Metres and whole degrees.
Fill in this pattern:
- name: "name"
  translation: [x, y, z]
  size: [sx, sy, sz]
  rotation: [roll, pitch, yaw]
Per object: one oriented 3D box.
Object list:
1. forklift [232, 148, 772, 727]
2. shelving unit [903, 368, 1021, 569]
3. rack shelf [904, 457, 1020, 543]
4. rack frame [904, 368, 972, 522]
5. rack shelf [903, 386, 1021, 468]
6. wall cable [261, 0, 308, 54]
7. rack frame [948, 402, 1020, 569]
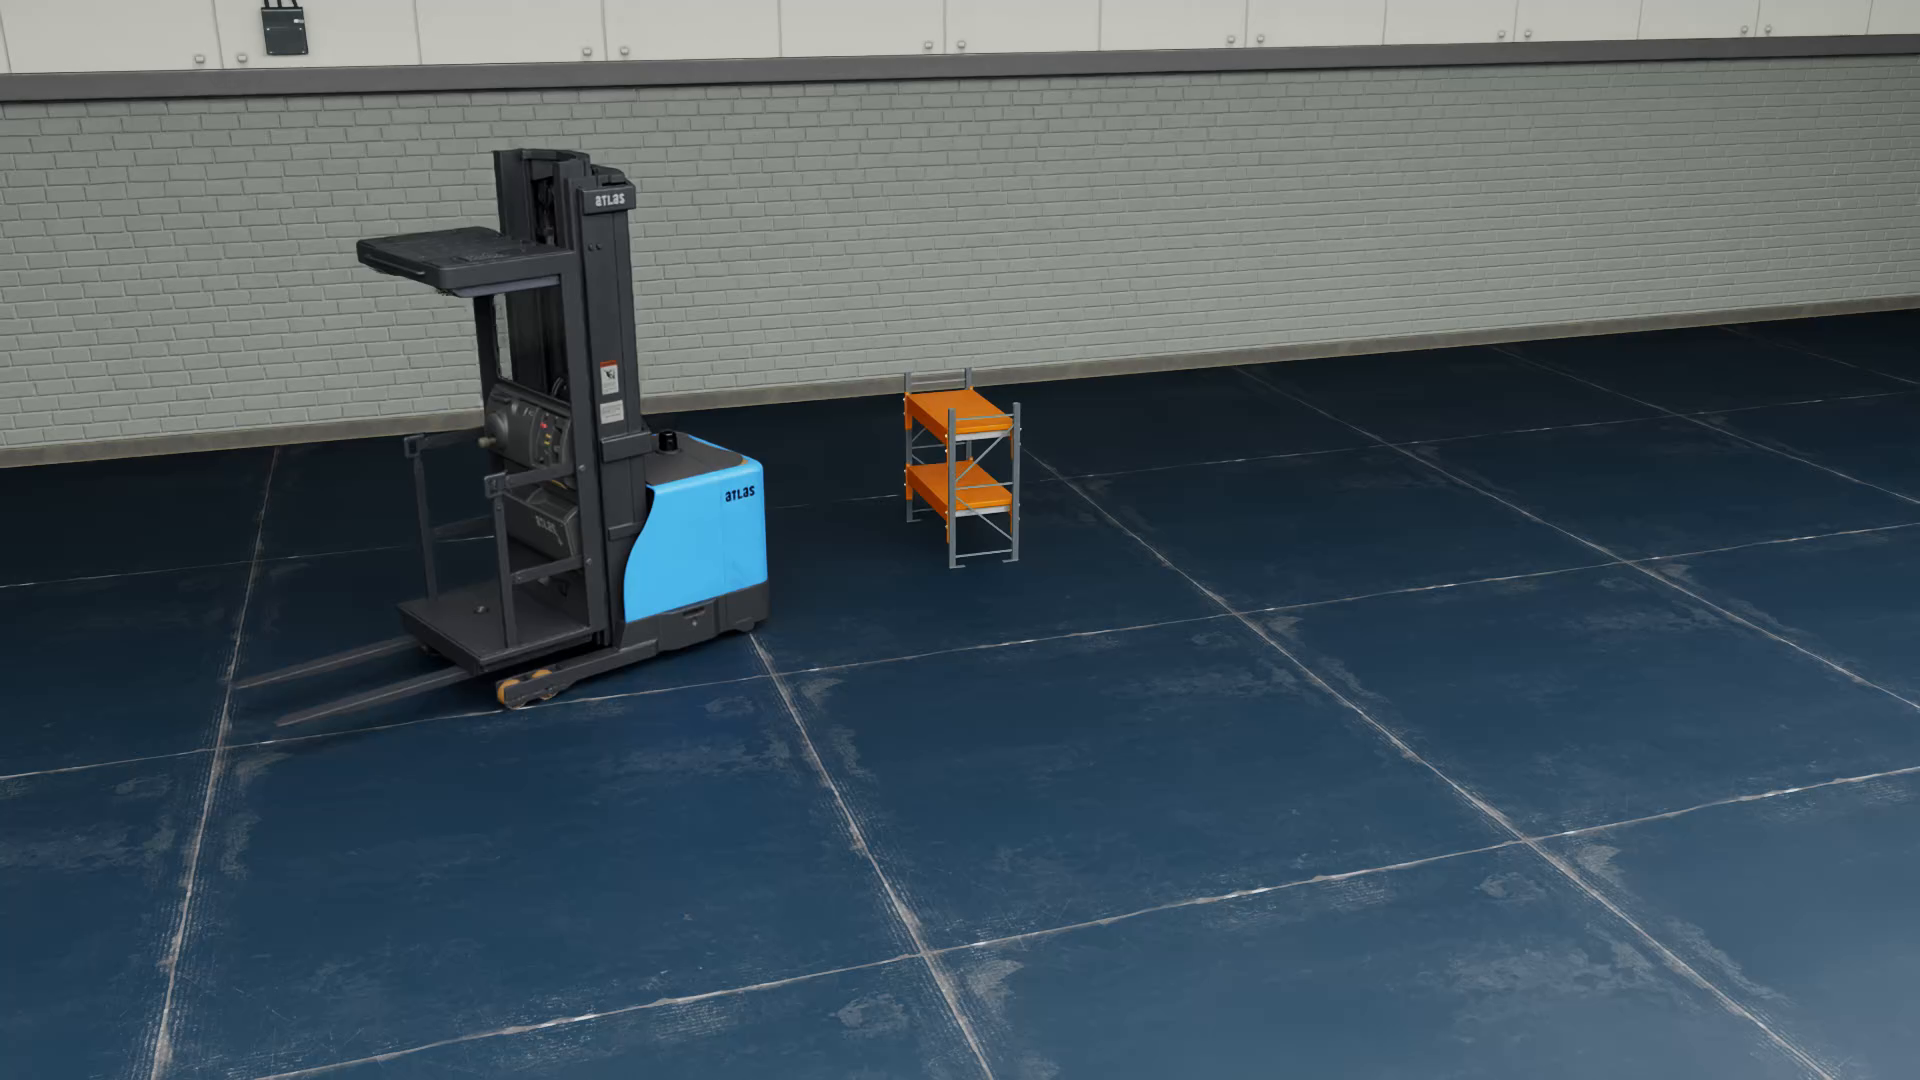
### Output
- name: "forklift"
  translation: [-2.615, -0.633, 9.344]
  size: [3.031, 2.935, 1.130]
  rotation: [-17, 26, -39]
- name: "shelving unit"
  translation: [0.002, -0.527, 11.720]
  size: [0.538, 1.125, 1.048]
  rotation: [-6, 21, -17]
- name: "rack shelf"
  translation: [0.002, -0.297, 11.803]
  size: [0.538, 0.278, 1.000]
  rotation: [-6, 21, -17]
- name: "rack frame"
  translation: [-0.158, -0.690, 12.174]
  size: [0.500, 1.125, 0.032]
  rotation: [-6, 21, -17]
- name: "rack shelf"
  translation: [0.002, -0.803, 11.621]
  size: [0.538, 0.278, 1.000]
  rotation: [-6, 21, -17]
- name: "wall cable"
  translation: [-4.384, -6.789, 12.475]
  size: [2.305, 6.003, 0.169]
  rotation: [-6, 21, -17]
- name: "rack frame"
  translation: [0.162, -0.364, 11.266]
  size: [0.500, 1.125, 0.032]
  rotation: [-6, 21, -17]
